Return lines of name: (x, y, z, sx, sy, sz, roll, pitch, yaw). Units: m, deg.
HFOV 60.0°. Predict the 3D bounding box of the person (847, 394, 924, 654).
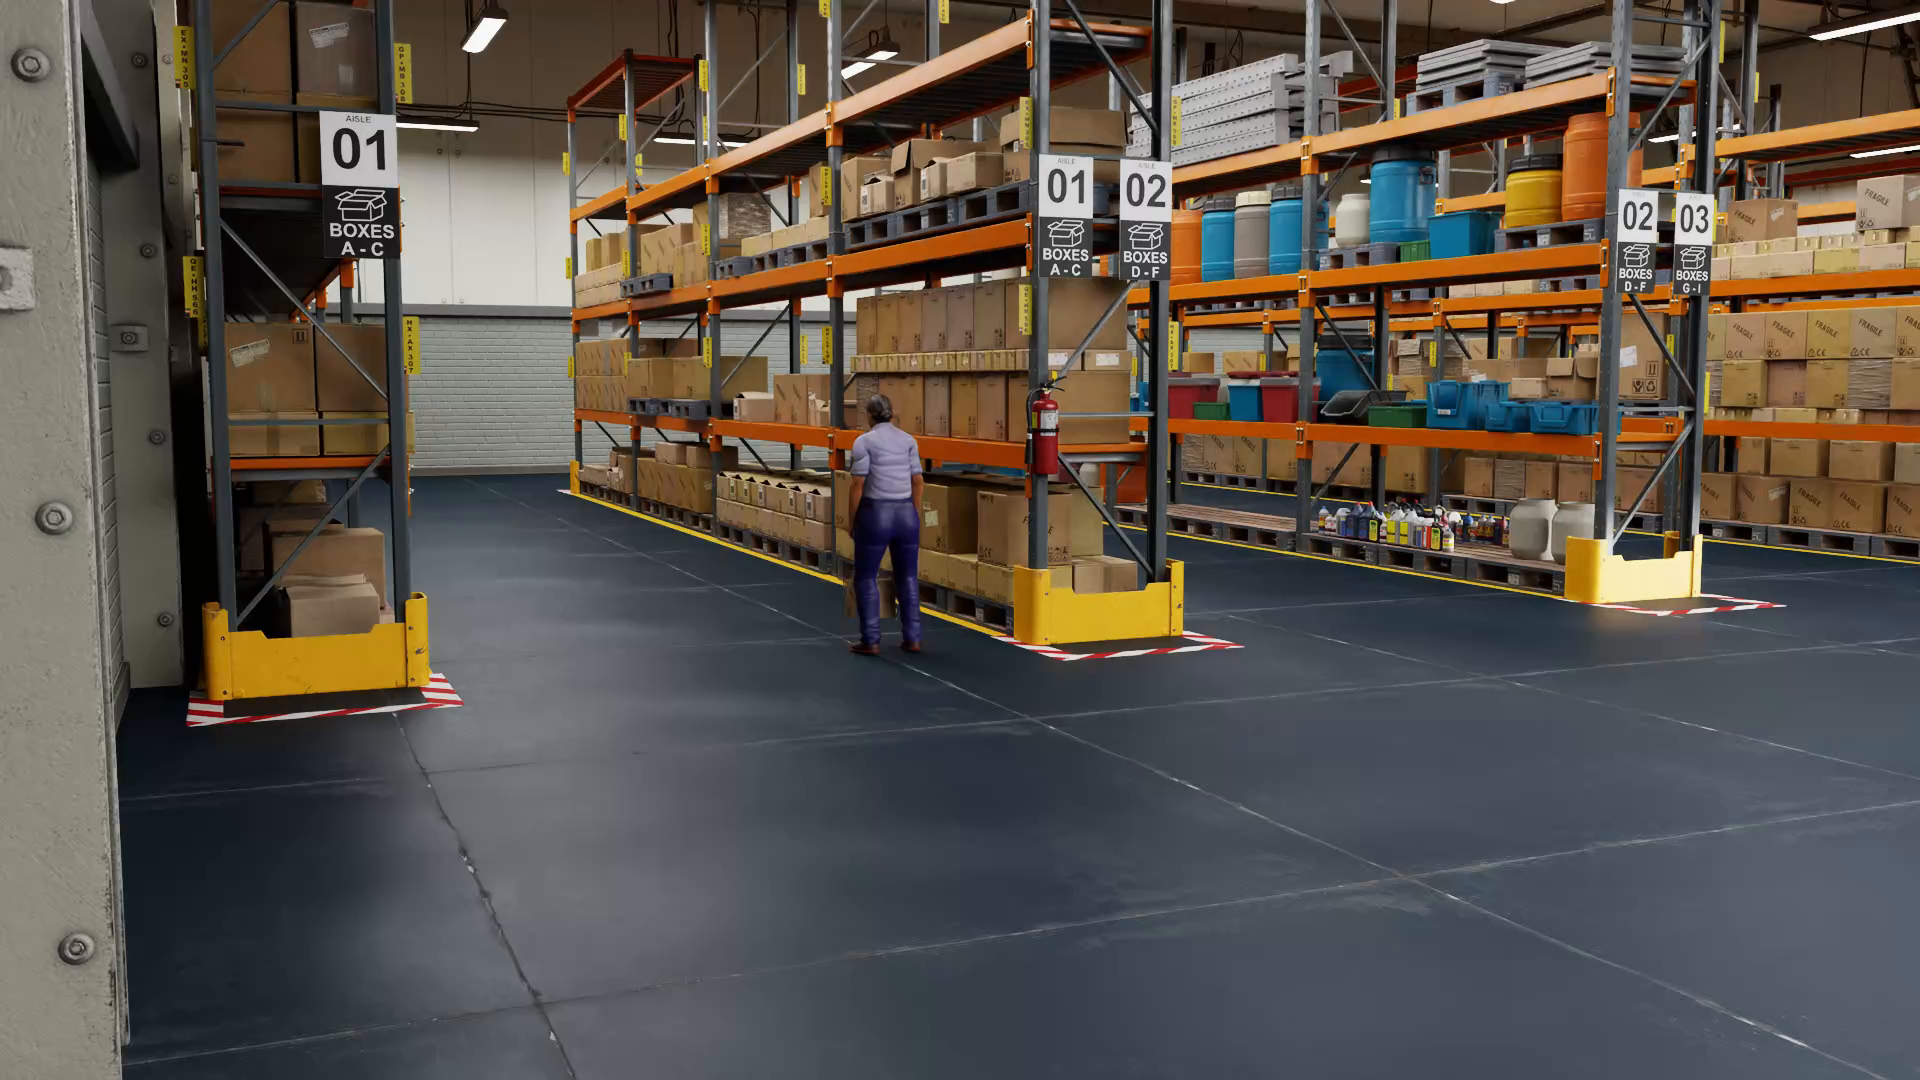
person: (-0.469, -0.102, 10.598, 0.532, 1.654, 0.372, -3, 6, -25)
